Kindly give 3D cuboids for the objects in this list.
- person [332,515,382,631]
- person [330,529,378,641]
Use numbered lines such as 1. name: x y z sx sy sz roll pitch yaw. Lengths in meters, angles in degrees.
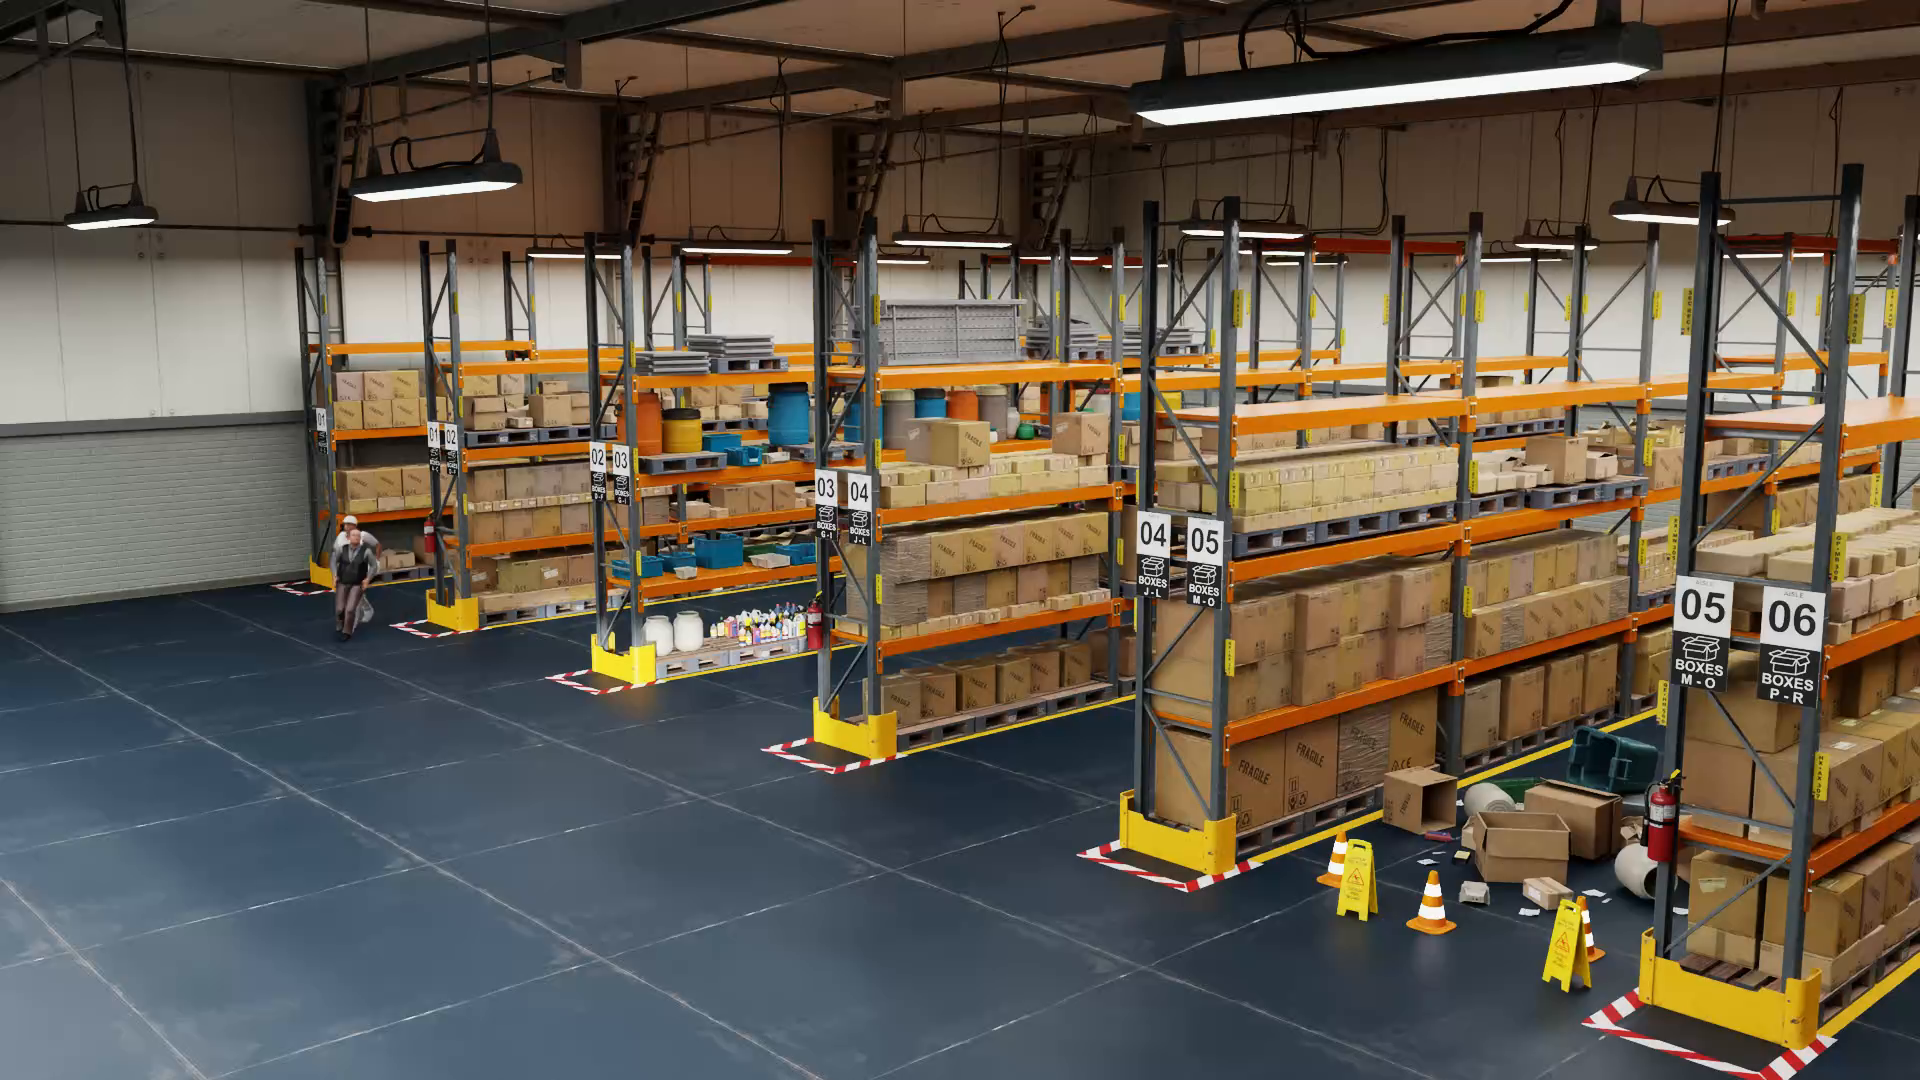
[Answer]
1. person: -9.413 0.499 25.876 0.706 1.798 0.938 2 9 14
2. person: -9.160 0.665 25.167 0.702 1.666 0.550 -2 9 -12
